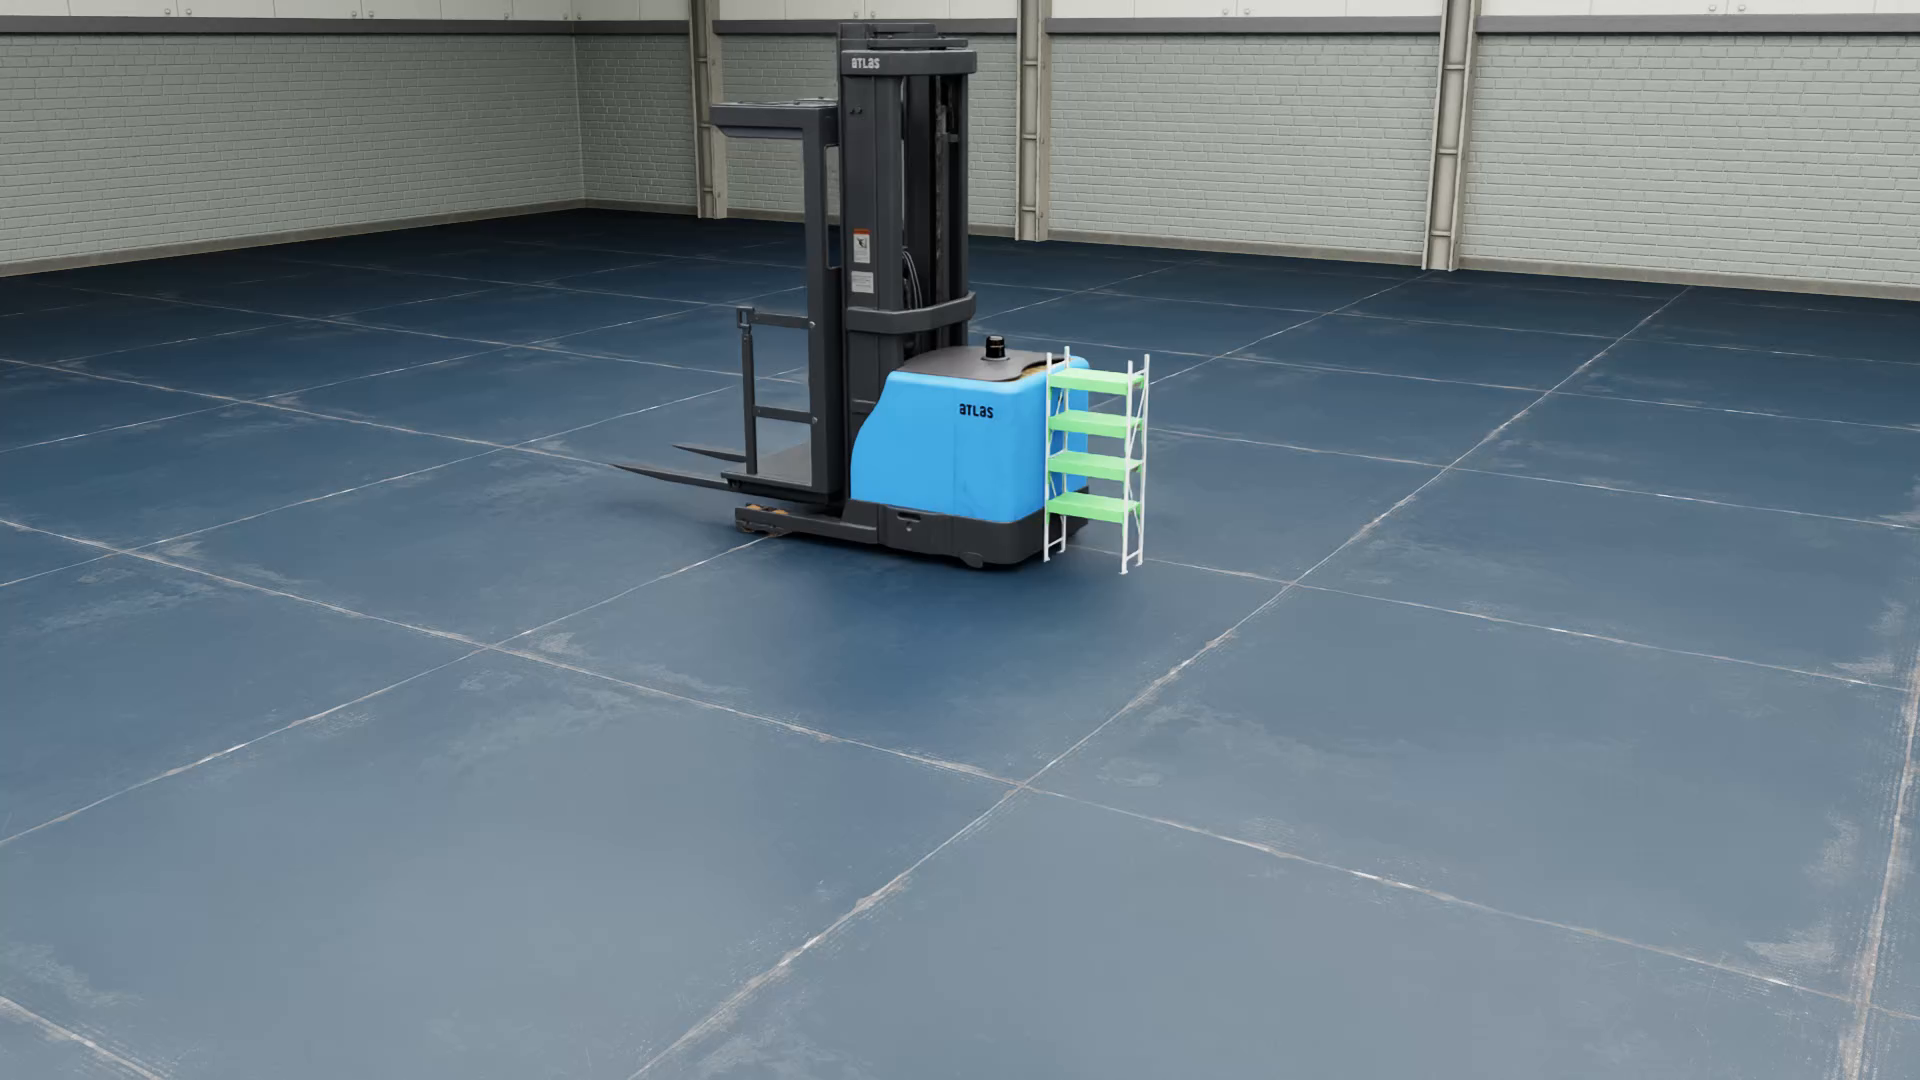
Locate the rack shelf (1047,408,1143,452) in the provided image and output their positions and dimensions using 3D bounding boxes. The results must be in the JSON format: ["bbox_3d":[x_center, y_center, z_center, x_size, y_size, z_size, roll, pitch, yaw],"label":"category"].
[{"bbox_3d":[0.757,-0.614,9.232,0.480,0.148,0.258,10,19,29],"label":"rack shelf"}]

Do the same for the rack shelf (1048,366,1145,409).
[{"bbox_3d":[0.757,-0.843,9.162,0.480,0.148,0.258,10,19,29],"label":"rack shelf"}]

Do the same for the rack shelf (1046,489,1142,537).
[{"bbox_3d":[0.757,-0.155,9.371,0.480,0.148,0.258,10,19,29],"label":"rack shelf"}]

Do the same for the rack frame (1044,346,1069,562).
[{"bbox_3d":[0.545,-0.481,9.400,0.015,1.200,0.240,10,19,29],"label":"rack frame"}]

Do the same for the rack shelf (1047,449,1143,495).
[{"bbox_3d":[0.757,-0.384,9.302,0.480,0.148,0.258,10,19,29],"label":"rack shelf"}]

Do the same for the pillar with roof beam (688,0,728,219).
[{"bbox_3d":[-6.316,-8.547,22.537,0.400,9.000,9.100,10,20,30],"label":"pillar with roof beam"}]

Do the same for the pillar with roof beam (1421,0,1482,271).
[{"bbox_3d":[3.909,-6.722,16.528,0.400,9.000,9.100,10,20,30],"label":"pillar with roof beam"}]

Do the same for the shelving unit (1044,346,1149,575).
[{"bbox_3d":[0.757,-0.445,9.283,0.503,1.200,0.258,10,19,29],"label":"shelving unit"}]

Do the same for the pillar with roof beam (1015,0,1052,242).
[{"bbox_3d":[-1.203,-7.635,19.532,0.400,9.000,9.100,10,20,30],"label":"pillar with roof beam"}]

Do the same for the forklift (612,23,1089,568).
[{"bbox_3d":[-0.766,-1.538,9.903,3.031,2.935,1.130,10,19,29],"label":"forklift"}]

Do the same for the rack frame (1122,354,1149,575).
[{"bbox_3d":[0.968,-0.410,9.166,0.015,1.200,0.240,10,19,29],"label":"rack frame"}]
